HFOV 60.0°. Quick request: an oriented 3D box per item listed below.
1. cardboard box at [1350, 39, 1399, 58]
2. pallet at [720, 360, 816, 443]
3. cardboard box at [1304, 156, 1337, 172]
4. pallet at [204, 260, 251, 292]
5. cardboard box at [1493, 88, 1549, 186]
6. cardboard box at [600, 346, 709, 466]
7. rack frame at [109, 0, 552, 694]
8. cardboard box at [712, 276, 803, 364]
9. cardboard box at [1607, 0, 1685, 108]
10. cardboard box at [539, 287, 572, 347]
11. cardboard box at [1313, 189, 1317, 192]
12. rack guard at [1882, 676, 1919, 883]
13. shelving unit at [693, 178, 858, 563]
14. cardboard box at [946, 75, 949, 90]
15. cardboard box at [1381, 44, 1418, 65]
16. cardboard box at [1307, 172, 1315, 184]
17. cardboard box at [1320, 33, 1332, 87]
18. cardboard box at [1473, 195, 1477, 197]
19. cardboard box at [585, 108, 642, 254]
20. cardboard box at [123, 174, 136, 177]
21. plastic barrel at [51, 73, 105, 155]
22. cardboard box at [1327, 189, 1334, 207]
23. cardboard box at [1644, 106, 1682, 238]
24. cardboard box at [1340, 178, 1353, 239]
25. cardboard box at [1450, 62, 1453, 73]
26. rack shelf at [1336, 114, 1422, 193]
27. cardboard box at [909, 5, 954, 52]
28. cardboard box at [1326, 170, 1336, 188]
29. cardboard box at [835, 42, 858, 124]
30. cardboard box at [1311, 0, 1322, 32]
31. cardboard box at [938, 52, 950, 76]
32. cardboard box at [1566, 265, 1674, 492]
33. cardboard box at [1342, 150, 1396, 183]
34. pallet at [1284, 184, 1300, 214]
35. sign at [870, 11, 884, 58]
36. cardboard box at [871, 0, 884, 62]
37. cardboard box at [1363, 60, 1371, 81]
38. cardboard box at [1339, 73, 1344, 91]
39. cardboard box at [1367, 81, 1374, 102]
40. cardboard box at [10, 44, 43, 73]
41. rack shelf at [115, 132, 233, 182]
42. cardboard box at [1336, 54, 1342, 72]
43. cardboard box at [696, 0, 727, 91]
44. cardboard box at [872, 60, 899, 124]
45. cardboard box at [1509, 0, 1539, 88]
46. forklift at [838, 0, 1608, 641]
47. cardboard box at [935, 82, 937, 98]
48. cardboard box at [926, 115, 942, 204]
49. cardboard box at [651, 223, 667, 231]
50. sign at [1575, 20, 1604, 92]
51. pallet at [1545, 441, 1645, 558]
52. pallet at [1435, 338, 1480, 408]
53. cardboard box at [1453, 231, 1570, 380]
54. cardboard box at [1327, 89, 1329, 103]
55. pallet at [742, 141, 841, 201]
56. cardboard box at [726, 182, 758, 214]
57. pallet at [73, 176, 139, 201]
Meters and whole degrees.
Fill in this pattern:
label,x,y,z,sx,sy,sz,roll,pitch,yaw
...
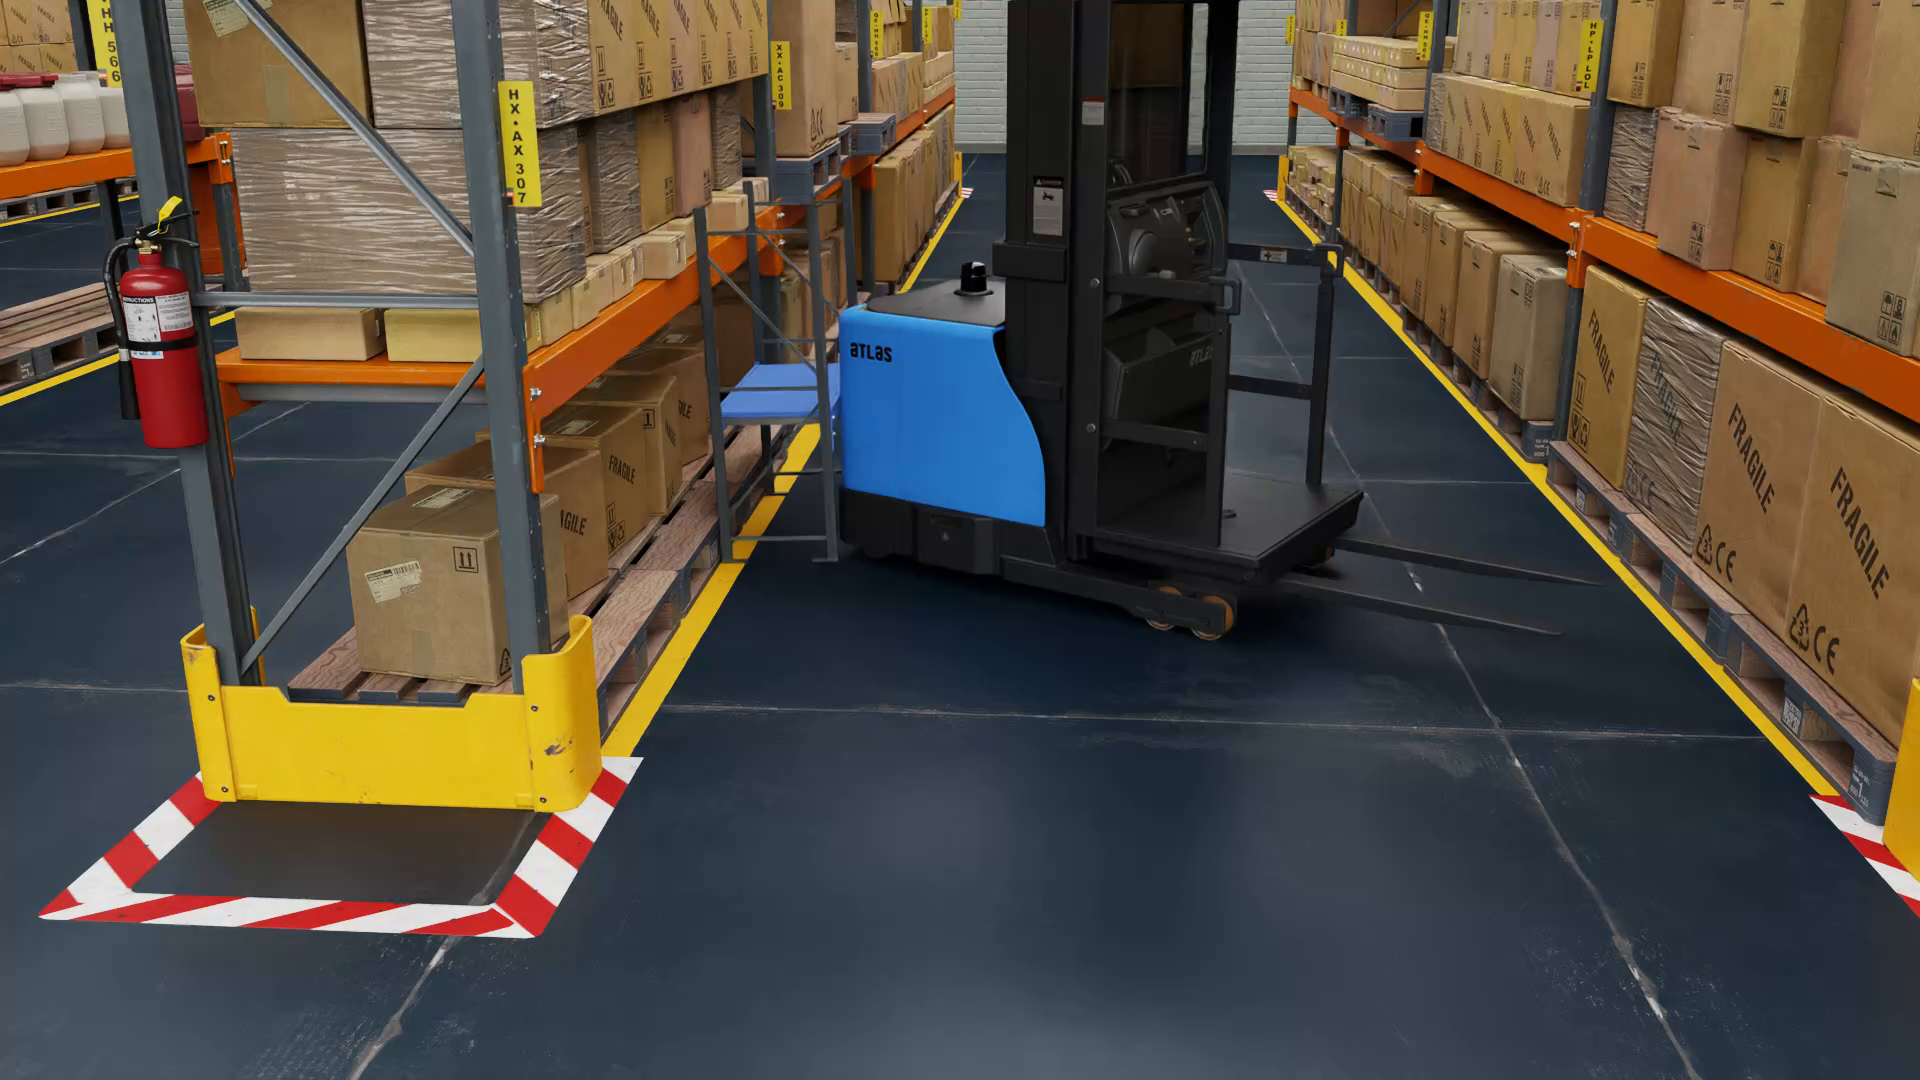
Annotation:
label,x,y,z,sx,sy,sz,roll,pitch,yaw
cardboard box,3.522,-4.169,14.102,0.380,0.149,0.250,1,18,3
pallet,-1.377,-0.815,9.572,1.003,0.211,1.213,1,18,4
cardboard box,3.918,-4.047,17.904,0.380,0.149,0.250,2,18,5
pallet,-6.070,-2.172,13.713,1.003,0.211,1.213,1,18,4
cardboard box,3.352,-2.286,9.422,0.500,0.500,0.500,1,18,4
cardboard box,-1.534,-0.609,7.804,0.500,0.500,0.500,7,20,21
rack frame,-1.718,-0.656,4.609,1.000,3.000,0.127,1,18,4
cardboard box,-1.313,-1.258,9.752,0.700,0.500,0.500,1,18,4
cardboard box,3.448,-2.227,7.428,0.875,0.550,0.550,1,18,4
cardboard box,-1.423,-0.697,5.137,0.380,0.149,0.250,1,18,4
cardboard box,3.930,-3.616,17.546,0.380,0.149,0.250,2,18,5
rack guard,3.220,0.681,4.541,1.175,0.500,0.348,1,18,4
shelving unit,-0.757,-0.780,7.362,0.538,1.500,1.048,-1,18,4
cardboard box,-0.323,-5.152,18.731,0.380,0.149,0.250,2,18,5
cardboard box,3.412,-3.683,12.621,0.380,0.149,0.250,2,18,6
cardboard box,4.019,-3.989,18.206,0.380,0.149,0.250,0,18,1
cardboard box,3.873,-4.748,16.457,0.500,0.500,0.500,1,18,2
cardboard box,4.086,-2.576,12.602,0.500,0.250,0.500,0,18,1
cardboard box,-1.656,-1.328,6.019,0.875,0.500,0.500,1,18,4
cardboard box,-10.245,-4.695,20.241,0.500,0.500,0.500,1,18,4
plastic barrel,-5.976,-2.850,11.123,0.421,0.512,0.421,0,18,0
cardboard box,3.787,-3.332,16.202,0.380,0.149,0.250,2,18,5
cardboard box,3.477,-1.542,7.070,0.875,0.550,0.550,1,18,4
cardboard box,3.764,-3.029,15.191,0.500,0.500,0.500,2,18,6
cardboard box,4.121,-3.766,13.350,0.380,0.149,0.250,1,18,3
rack shelf,3.939,-3.278,13.765,1.077,0.370,4.000,1,18,4
cardboard box,-0.344,-5.895,19.155,0.500,0.500,0.500,2,18,5
cardboard box,3.827,-3.565,16.435,0.380,0.149,0.250,2,18,5
cardboard box,-1.084,-3.044,11.060,0.700,0.500,0.500,4,19,12
cardboard box,3.949,-5.538,17.262,0.500,0.500,0.500,1,18,2
cardboard box,-0.378,-5.382,18.793,0.500,0.250,0.500,1,18,3
cardboard box,3.394,-0.753,7.640,0.875,0.875,0.875,2,18,5
cardboard box,3.765,-3.386,15.074,0.500,0.250,0.500,0,18,1
pallet,4.270,-3.883,18.935,1.003,0.211,1.213,1,18,4
sign,-0.603,-3.644,11.995,0.100,0.325,0.005,1,18,4
cardboard box,-1.027,-4.094,13.329,0.797,0.503,0.637,2,18,5
cardboard box,3.467,-3.785,13.407,0.380,0.149,0.250,2,18,5
cardboard box,3.559,-4.045,14.681,0.380,0.149,0.250,1,18,4
cardboard box,3.449,-3.560,13.201,0.380,0.149,0.250,0,18,1
cardboard box,-10.359,-5.120,18.070,0.500,0.500,0.500,1,18,4
rack shelf,-5.942,-3.531,14.537,1.077,0.370,4.000,1,18,4
cardboard box,3.578,-4.270,14.889,0.380,0.149,0.250,1,18,3
cardboard box,-1.261,-2.106,6.789,0.500,0.500,0.500,1,18,4
cardboard box,-0.771,-3.653,13.593,0.500,0.500,0.500,1,18,3
cardboard box,3.647,-2.907,9.711,0.700,0.500,0.500,1,18,3
forklift,0.989,-1.202,6.384,3.031,2.935,1.130,12,21,32
cardboard box,-0.433,-4.673,17.270,0.380,0.149,0.250,1,18,3
cardboard box,-0.666,-4.056,17.721,0.875,0.875,0.875,1,18,4
cardboard box,-1.370,-1.164,6.563,0.380,0.149,0.250,1,18,4
sign,2.967,-2.278,7.826,0.100,0.325,0.005,1,18,4
pallet,3.376,-0.197,7.685,1.003,0.211,1.213,1,18,4
pallet,3.573,-1.053,10.297,1.003,0.211,1.213,1,18,4
cardboard box,3.536,-1.381,9.760,1.050,0.750,0.750,1,18,4
cardboard box,3.779,-4.298,16.126,0.380,0.149,0.250,1,18,2
pallet,-1.232,-2.042,9.144,1.003,0.211,1.213,1,18,4
cardboard box,-1.181,-1.628,7.979,0.380,0.149,0.250,1,18,4
pallet,-10.513,-4.251,20.059,1.003,0.211,1.213,1,18,4
